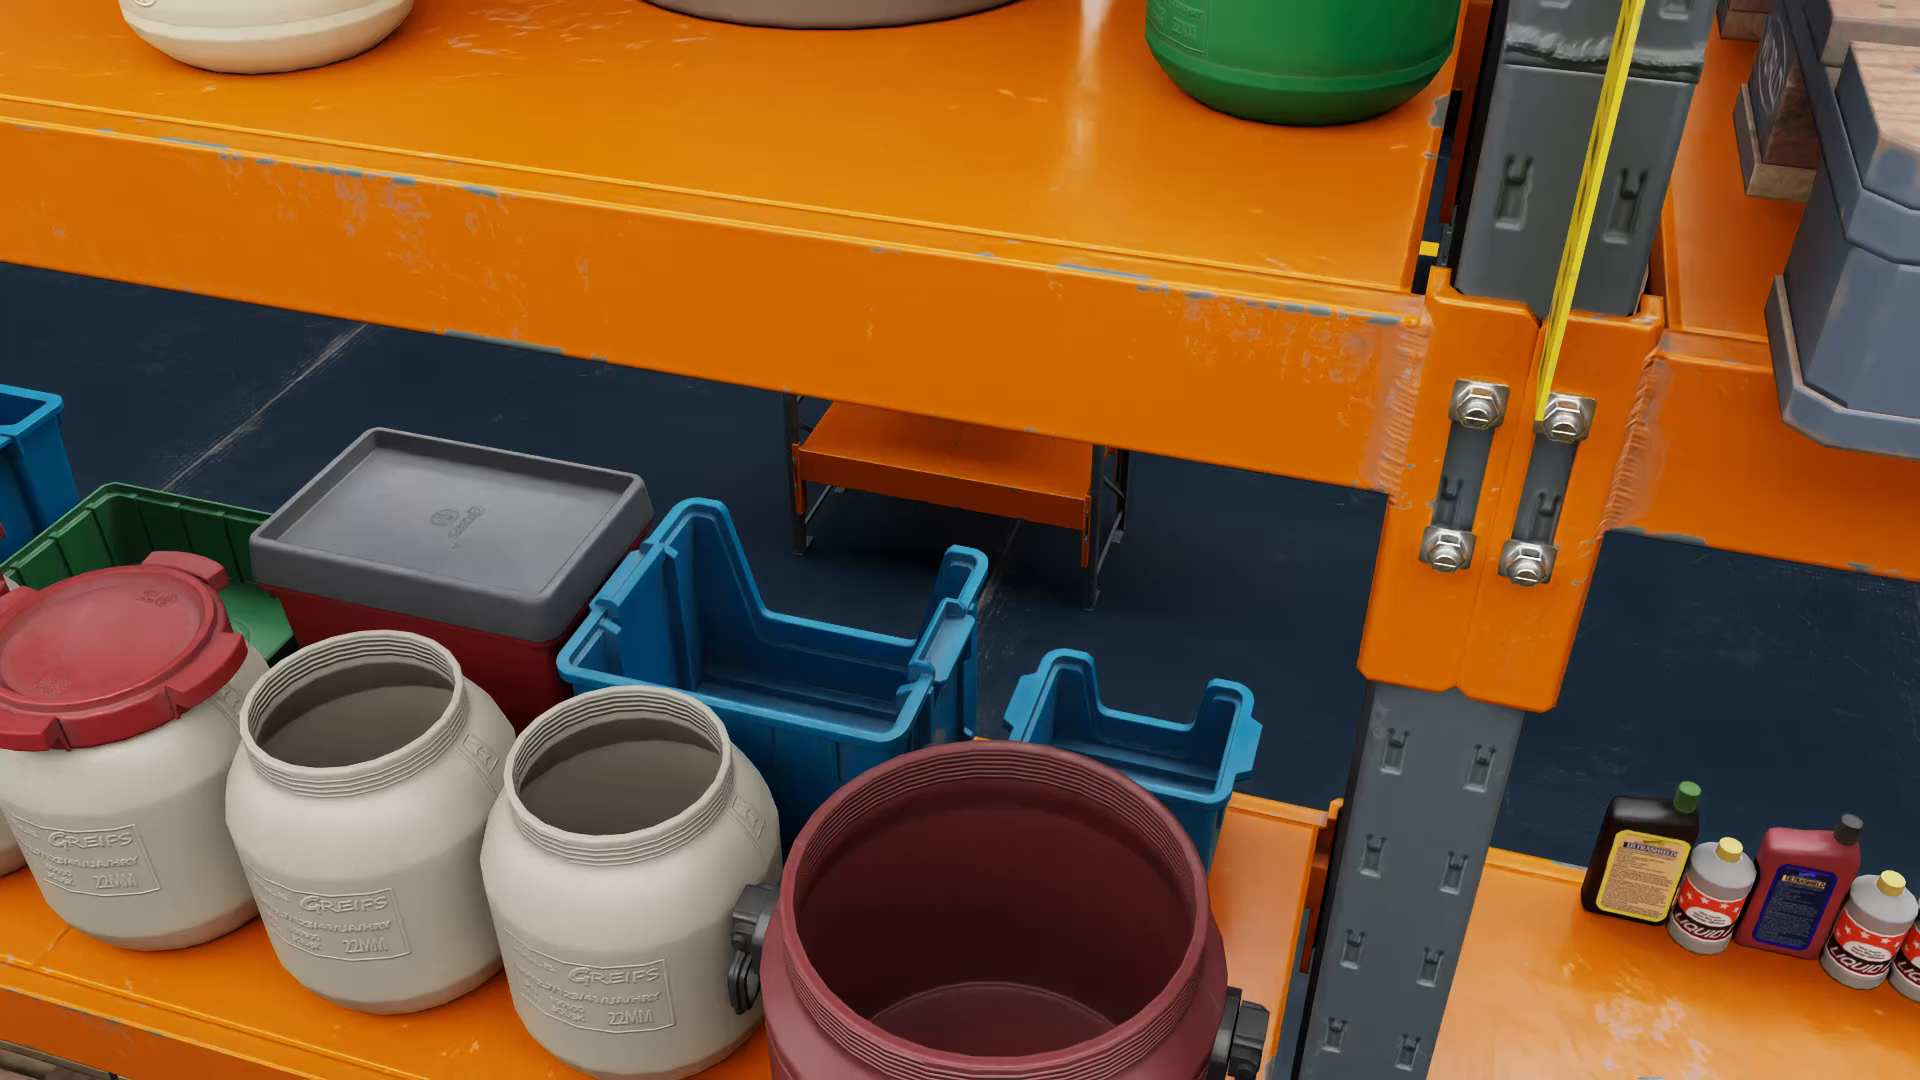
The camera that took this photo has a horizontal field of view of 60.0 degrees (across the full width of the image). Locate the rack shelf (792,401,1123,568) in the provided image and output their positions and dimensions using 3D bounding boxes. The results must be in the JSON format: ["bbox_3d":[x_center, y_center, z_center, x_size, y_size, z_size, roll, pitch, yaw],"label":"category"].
[{"bbox_3d":[0.006,-0.255,5.560,1.000,0.278,0.538,10,38,14],"label":"rack shelf"}]

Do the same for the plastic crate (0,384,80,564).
[{"bbox_3d":[-2.096,-0.069,3.326,0.575,0.384,0.392,10,38,14],"label":"plastic crate"}]

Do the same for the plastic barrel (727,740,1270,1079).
[{"bbox_3d":[0.043,0.648,2.225,0.708,0.536,0.600,10,38,14],"label":"plastic barrel"}]

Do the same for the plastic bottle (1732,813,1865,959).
[{"bbox_3d":[1.310,0.531,2.597,0.133,0.283,0.061,10,38,14],"label":"plastic bottle"}]

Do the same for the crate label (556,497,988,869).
[{"bbox_3d":[-0.291,0.270,2.823,0.616,0.435,0.502,10,38,14],"label":"crate label"}]

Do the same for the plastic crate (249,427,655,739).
[{"bbox_3d":[-0.875,0.128,2.991,0.583,0.464,0.402,10,38,14],"label":"plastic crate"}]

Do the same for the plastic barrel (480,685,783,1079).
[{"bbox_3d":[-0.469,0.507,2.436,0.421,0.512,0.421,0,36,0],"label":"plastic barrel"}]

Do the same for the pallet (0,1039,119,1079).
[{"bbox_3d":[-2.481,1.146,4.015,1.213,0.211,1.003,10,38,14],"label":"pallet"}]

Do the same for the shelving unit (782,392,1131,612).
[{"bbox_3d":[0.006,-0.452,5.415,1.048,1.125,0.538,10,38,14],"label":"shelving unit"}]

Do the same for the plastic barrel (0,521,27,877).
[{"bbox_3d":[-1.694,0.274,2.732,0.433,0.535,0.433,0,36,0],"label":"plastic barrel"}]

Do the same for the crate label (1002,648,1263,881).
[{"bbox_3d":[0.286,0.394,2.826,0.416,0.233,0.303,10,38,14],"label":"crate label"}]

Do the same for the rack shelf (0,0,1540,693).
[{"bbox_3d":[-1.333,-0.659,2.191,4.000,0.370,1.077,10,38,14],"label":"rack shelf"}]

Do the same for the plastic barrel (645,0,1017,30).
[{"bbox_3d":[-0.143,-1.065,1.713,0.600,0.901,0.600,0,36,0],"label":"plastic barrel"}]

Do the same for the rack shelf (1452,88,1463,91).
[{"bbox_3d":[0.148,-2.253,6.887,4.000,0.370,1.077,10,38,14],"label":"rack shelf"}]

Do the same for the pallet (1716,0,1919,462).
[{"bbox_3d":[1.277,-0.328,1.295,1.213,0.211,1.003,10,38,14],"label":"pallet"}]

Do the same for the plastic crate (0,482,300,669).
[{"bbox_3d":[-1.495,0.139,3.209,0.662,0.188,0.450,10,38,14],"label":"plastic crate"}]

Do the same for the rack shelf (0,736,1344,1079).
[{"bbox_3d":[-1.333,0.549,3.080,4.000,0.370,1.077,10,38,14],"label":"rack shelf"}]

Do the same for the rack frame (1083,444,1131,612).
[{"bbox_3d":[0.492,-0.362,5.293,0.032,1.125,0.500,10,38,14],"label":"rack frame"}]

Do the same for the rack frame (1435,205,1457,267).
[{"bbox_3d":[2.057,-2.189,6.194,0.127,3.000,1.000,10,38,14],"label":"rack frame"}]

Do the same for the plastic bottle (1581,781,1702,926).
[{"bbox_3d":[1.090,0.490,2.652,0.133,0.283,0.061,10,38,14],"label":"plastic bottle"}]

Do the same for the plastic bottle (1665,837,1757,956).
[{"bbox_3d":[1.194,0.554,2.635,0.097,0.201,0.097,0,36,0],"label":"plastic bottle"}]

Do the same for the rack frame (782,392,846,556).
[{"bbox_3d":[-0.479,-0.542,5.537,0.032,1.125,0.500,10,38,14],"label":"rack frame"}]

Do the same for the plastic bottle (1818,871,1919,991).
[{"bbox_3d":[1.415,0.595,2.579,0.097,0.201,0.097,0,36,0],"label":"plastic bottle"}]

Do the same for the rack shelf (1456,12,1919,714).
[{"bbox_3d":[2.485,0.048,1.230,4.000,0.370,1.077,10,38,14],"label":"rack shelf"}]

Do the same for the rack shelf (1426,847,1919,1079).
[{"bbox_3d":[2.485,1.256,2.120,4.000,0.370,1.077,10,38,14],"label":"rack shelf"}]

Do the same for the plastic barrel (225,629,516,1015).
[{"bbox_3d":[-0.871,0.433,2.538,0.421,0.512,0.421,0,36,0],"label":"plastic barrel"}]

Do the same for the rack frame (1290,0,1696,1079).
[{"bbox_3d":[0.576,0.613,2.387,0.127,3.000,1.000,10,38,14],"label":"rack frame"}]

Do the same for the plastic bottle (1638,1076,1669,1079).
[{"bbox_3d":[0.938,0.836,2.188,0.135,0.276,0.152,10,38,14],"label":"plastic bottle"}]

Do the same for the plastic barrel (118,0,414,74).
[{"bbox_3d":[-0.707,-0.632,1.664,0.301,0.262,0.301,0,36,0],"label":"plastic barrel"}]

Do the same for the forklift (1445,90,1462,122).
[{"bbox_3d":[3.199,-3.848,8.506,3.031,2.935,1.130,-18,40,-22],"label":"forklift"}]

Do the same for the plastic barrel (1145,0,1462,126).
[{"bbox_3d":[0.325,-0.547,1.564,0.294,0.245,0.294,0,36,0],"label":"plastic barrel"}]

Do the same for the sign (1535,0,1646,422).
[{"bbox_3d":[0.419,-0.240,1.104,0.005,0.325,0.100,10,38,14],"label":"sign"}]

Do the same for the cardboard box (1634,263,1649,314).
[{"bbox_3d":[2.406,-1.117,6.475,0.500,0.500,0.500,12,38,16],"label":"cardboard box"}]

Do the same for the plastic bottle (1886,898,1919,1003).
[{"bbox_3d":[1.507,0.612,2.556,0.097,0.201,0.097,0,36,0],"label":"plastic bottle"}]

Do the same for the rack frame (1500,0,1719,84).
[{"bbox_3d":[0.576,-1.803,0.608,0.127,3.000,1.000,10,38,14],"label":"rack frame"}]

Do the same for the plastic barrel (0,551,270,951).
[{"bbox_3d":[-1.281,0.351,2.629,0.433,0.535,0.433,0,36,0],"label":"plastic barrel"}]

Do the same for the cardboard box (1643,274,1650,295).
[{"bbox_3d":[2.907,-1.028,6.354,0.500,0.500,0.500,9,37,12],"label":"cardboard box"}]

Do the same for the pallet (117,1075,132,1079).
[{"bbox_3d":[-1.312,1.360,3.724,1.213,0.211,1.003,10,38,14],"label":"pallet"}]
